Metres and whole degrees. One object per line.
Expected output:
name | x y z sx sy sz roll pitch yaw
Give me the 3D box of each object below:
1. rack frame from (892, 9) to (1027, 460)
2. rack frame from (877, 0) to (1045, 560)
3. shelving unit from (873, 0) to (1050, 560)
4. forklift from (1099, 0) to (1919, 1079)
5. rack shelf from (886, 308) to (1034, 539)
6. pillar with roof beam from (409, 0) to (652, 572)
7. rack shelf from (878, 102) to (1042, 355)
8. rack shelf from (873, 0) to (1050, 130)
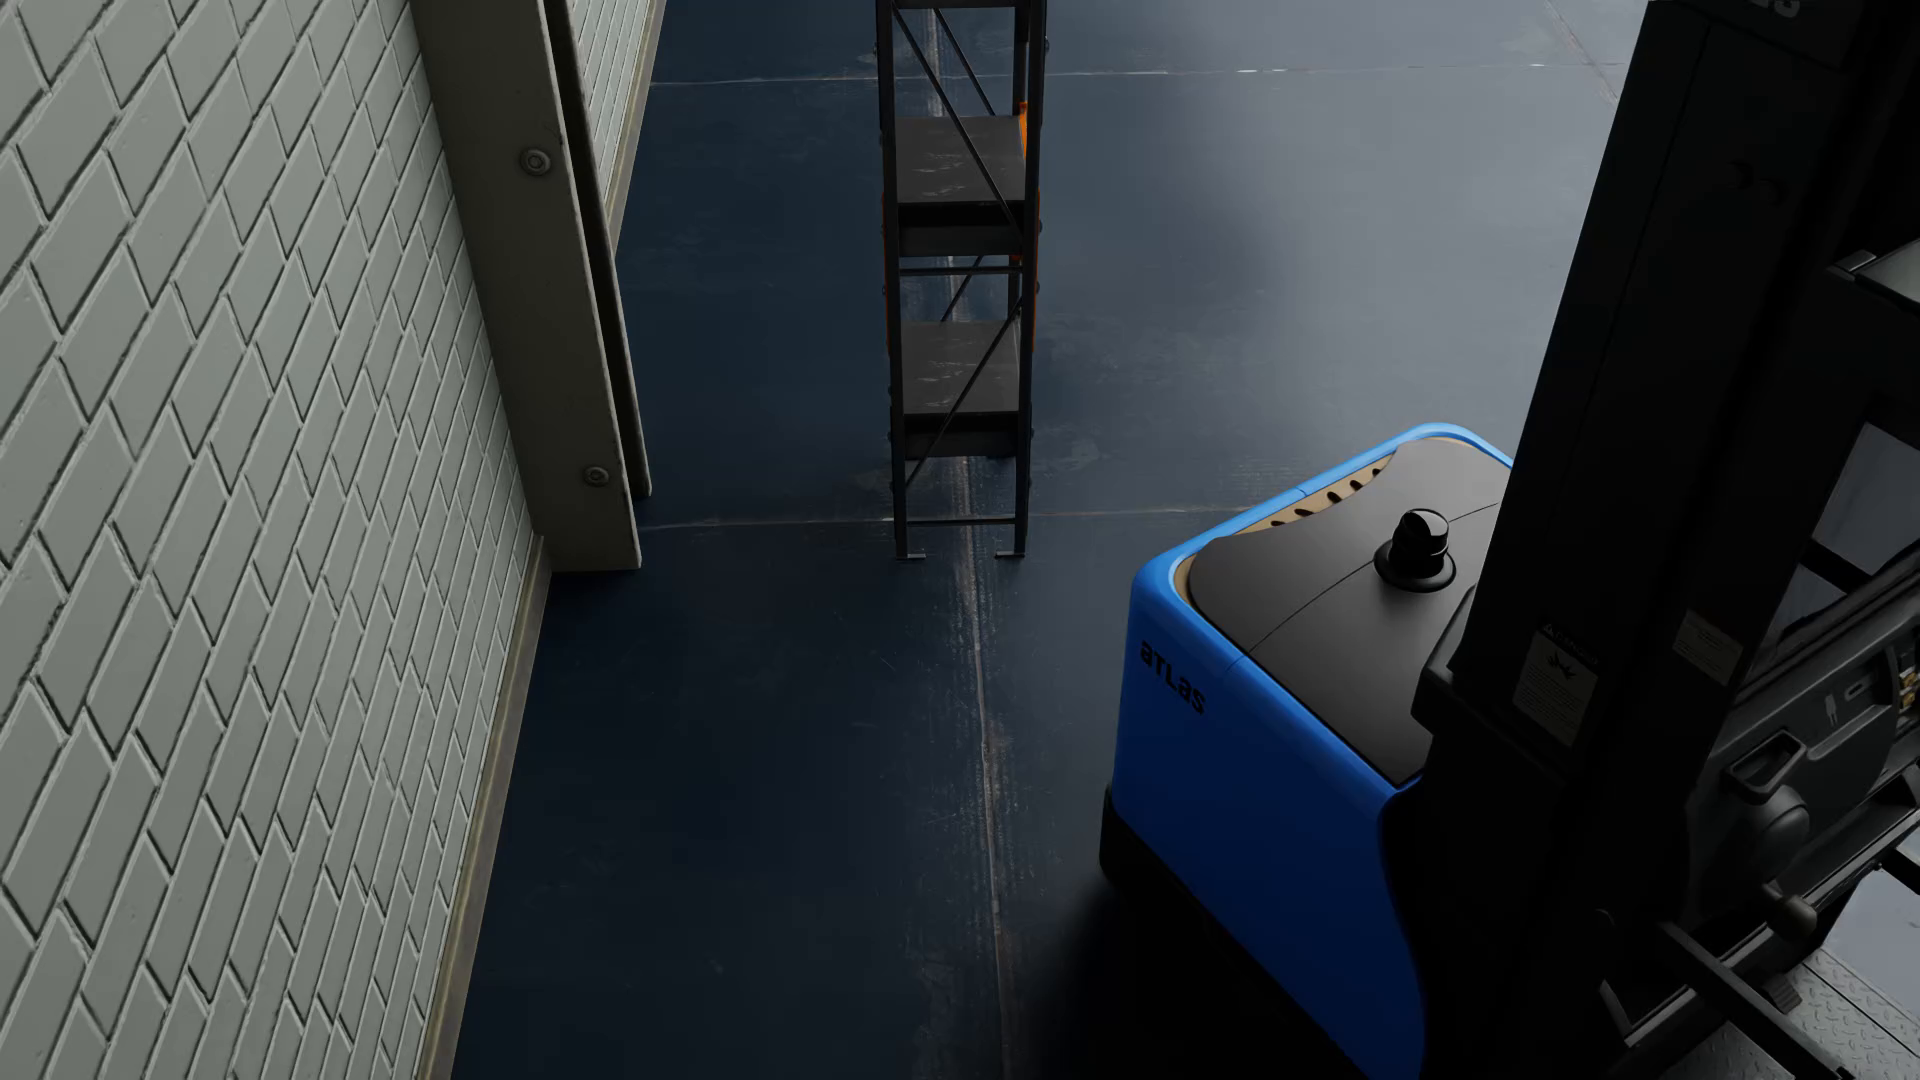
rack frame | -0.017 -1.051 4.842 0.400 2.100 0.015 -2 43 -2
rack frame | 0.003 -0.721 4.483 0.400 2.100 0.015 -2 43 -2
shelving unit | -0.007 -0.886 4.662 0.431 2.100 0.503 -2 43 -2
forklift | 1.608 0.408 2.636 1.130 2.935 3.031 -25 48 -25
rack shelf | -0.007 -0.360 5.145 0.431 0.518 0.480 -2 43 -2
pillar with roof beam | 3.147 -3.481 2.388 9.100 9.000 0.400 -2 43 -2
rack shelf | -0.007 -0.876 4.672 0.431 0.518 0.480 -2 43 -2
rack shelf | -0.007 -1.392 4.199 0.431 0.518 0.480 -2 43 -2
